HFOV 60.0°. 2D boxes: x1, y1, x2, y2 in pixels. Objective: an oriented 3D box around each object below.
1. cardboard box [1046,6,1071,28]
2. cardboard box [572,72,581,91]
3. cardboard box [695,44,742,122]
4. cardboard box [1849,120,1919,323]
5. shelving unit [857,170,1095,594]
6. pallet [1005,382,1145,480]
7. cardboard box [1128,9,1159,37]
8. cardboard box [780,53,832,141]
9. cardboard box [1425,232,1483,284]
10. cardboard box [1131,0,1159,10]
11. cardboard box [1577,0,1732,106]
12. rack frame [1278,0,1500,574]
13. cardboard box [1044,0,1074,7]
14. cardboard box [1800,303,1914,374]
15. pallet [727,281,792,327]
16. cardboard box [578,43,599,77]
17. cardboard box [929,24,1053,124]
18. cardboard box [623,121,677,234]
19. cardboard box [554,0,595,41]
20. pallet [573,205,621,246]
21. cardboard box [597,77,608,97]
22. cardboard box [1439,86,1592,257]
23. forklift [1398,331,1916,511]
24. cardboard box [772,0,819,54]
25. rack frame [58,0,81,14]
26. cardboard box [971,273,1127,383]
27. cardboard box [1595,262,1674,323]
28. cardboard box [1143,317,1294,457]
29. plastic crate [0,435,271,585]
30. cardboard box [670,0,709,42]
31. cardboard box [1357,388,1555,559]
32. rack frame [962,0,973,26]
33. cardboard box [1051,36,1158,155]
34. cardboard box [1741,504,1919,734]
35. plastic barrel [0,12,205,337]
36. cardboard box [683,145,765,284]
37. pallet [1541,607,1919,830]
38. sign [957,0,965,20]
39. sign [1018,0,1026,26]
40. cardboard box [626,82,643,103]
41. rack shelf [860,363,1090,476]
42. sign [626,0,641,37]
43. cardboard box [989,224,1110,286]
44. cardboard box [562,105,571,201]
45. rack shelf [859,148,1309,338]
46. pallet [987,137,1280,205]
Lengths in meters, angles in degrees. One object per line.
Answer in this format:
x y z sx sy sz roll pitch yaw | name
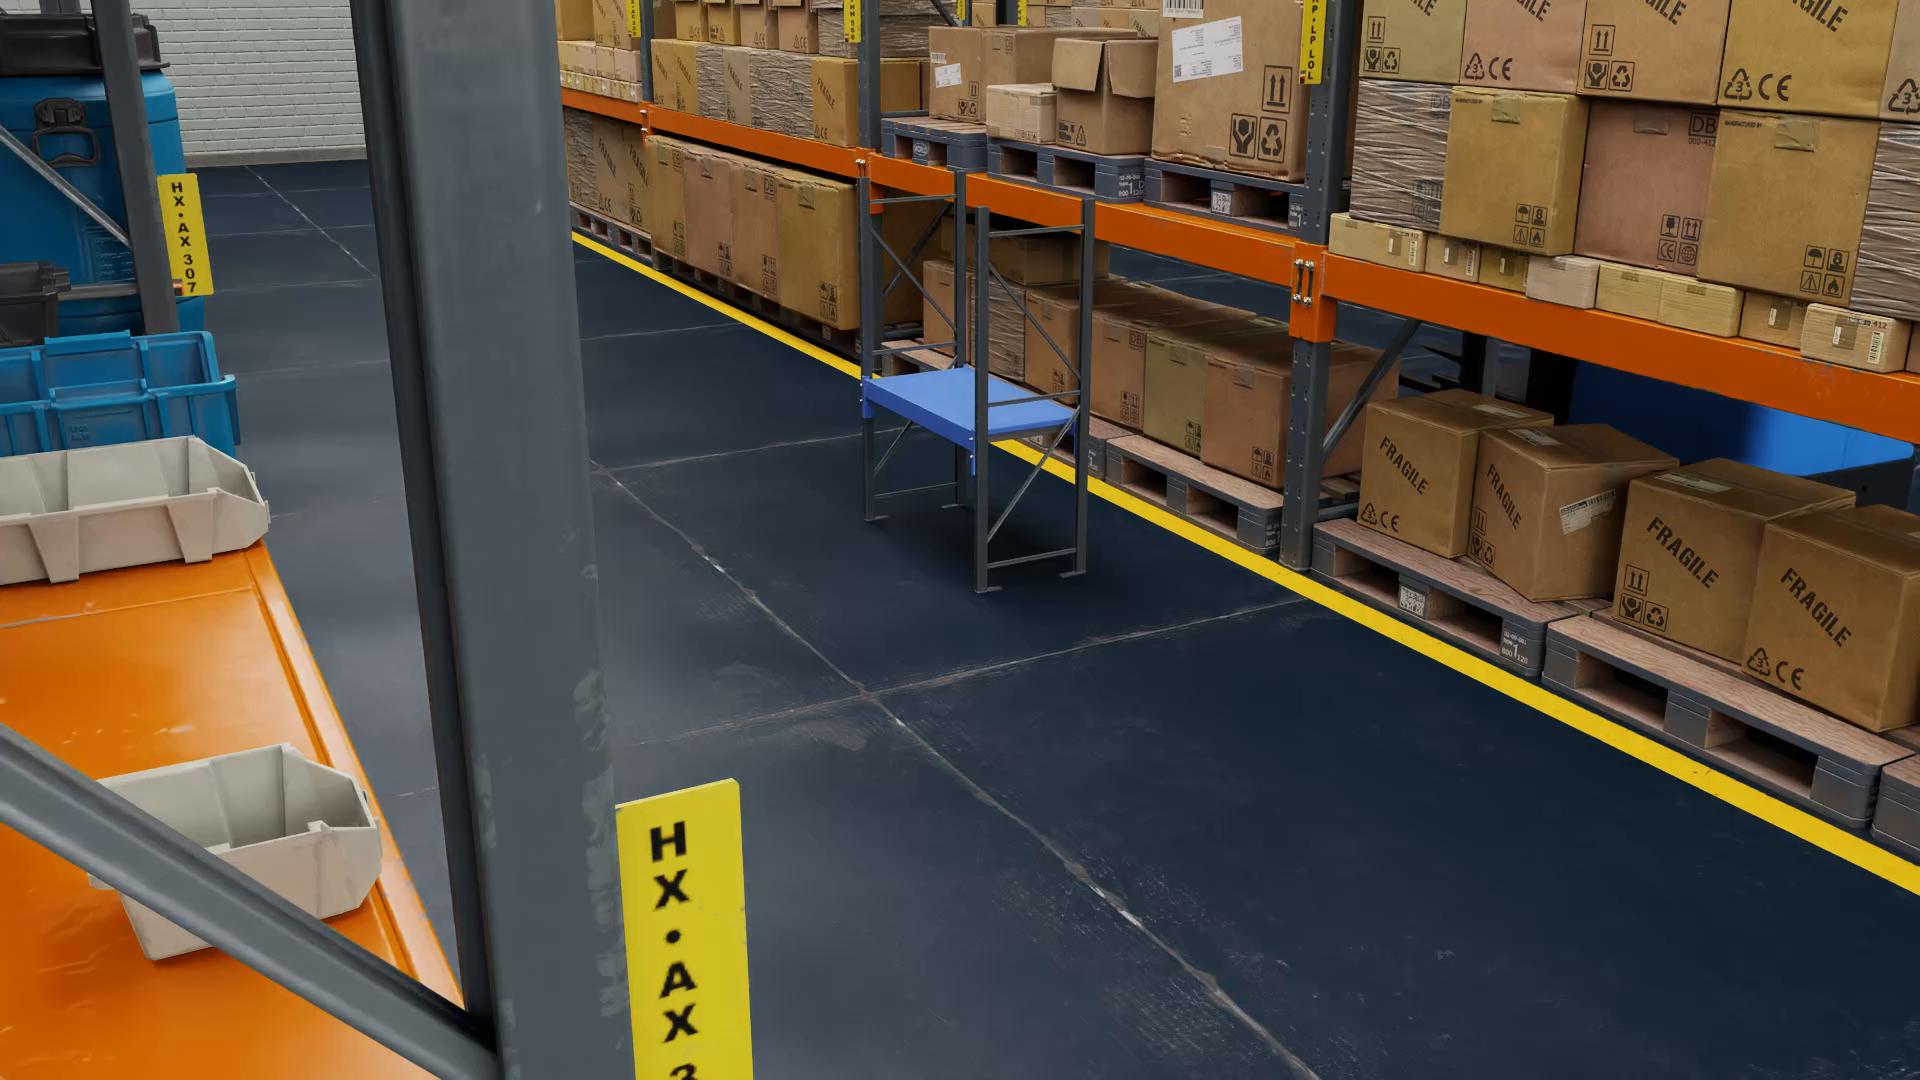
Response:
1.207 -5.139 16.815 0.500 0.500 0.500 -11 22 -28 | cardboard box
-3.185 -4.033 14.605 0.380 0.149 0.250 -10 21 -26 | cardboard box
-1.547 -3.261 11.830 0.500 0.500 0.500 -11 22 -28 | cardboard box
2.897 -0.853 4.395 0.875 0.500 0.500 -10 21 -27 | cardboard box
0.041 -0.684 6.816 0.538 1.500 1.048 -10 21 -27 | shelving unit
0.823 -0.632 8.639 1.003 0.211 1.213 -10 21 -27 | pallet
1.913 -4.695 15.529 0.500 0.500 0.500 -10 21 -27 | cardboard box
-0.806 -2.819 10.549 0.500 0.500 0.500 -10 22 -27 | cardboard box
1.865 -1.008 5.838 0.380 0.149 0.250 -10 21 -27 | cardboard box
1.930 -5.165 15.360 0.500 0.500 0.500 -11 22 -29 | cardboard box
2.243 -1.581 4.973 0.500 0.500 0.500 -10 21 -27 | cardboard box
1.777 -1.376 6.521 1.000 3.000 0.127 -10 21 -27 | rack frame
1.189 -5.608 16.644 0.500 0.500 0.500 -11 22 -28 | cardboard box
2.555 -0.573 4.579 0.380 0.149 0.250 -10 21 -27 | cardboard box
-1.006 -1.794 12.007 1.003 0.211 1.213 -10 21 -27 | pallet
-2.953 -4.123 14.255 0.500 0.250 0.500 -10 21 -26 | cardboard box
0.169 -2.621 9.332 0.500 0.500 0.500 -13 23 -33 | cardboard box
-2.265 -3.069 14.039 0.875 0.875 0.875 -10 21 -27 | cardboard box
-3.442 -4.774 14.993 0.500 0.500 0.500 -11 22 -28 | cardboard box
-2.897 -2.935 15.315 1.003 0.211 1.213 -10 21 -27 | pallet
-2.821 -3.812 13.965 0.380 0.149 0.250 -10 21 -26 | cardboard box
2.143 -1.276 5.622 0.875 0.500 0.500 -10 21 -27 | cardboard box
3.098 -1.832 7.947 1.130 2.935 3.031 -9 21 -23 | forklift
-0.762 -3.446 10.827 0.797 0.503 0.637 -9 21 -25 | cardboard box
-4.481 -1.757 7.625 1.000 3.000 0.127 -10 21 -27 | rack frame
0.488 -1.204 9.180 0.700 0.500 0.500 -12 22 -31 | cardboard box
2.230 -0.794 5.219 0.380 0.149 0.250 -10 21 -27 | cardboard box
1.295 -0.722 7.782 0.700 0.500 0.500 -10 21 -27 | cardboard box
-1.588 -0.057 3.103 0.530 0.136 0.437 -10 21 -27 | plastic crate
-1.711 -4.012 12.468 0.797 0.503 0.637 -11 22 -28 | cardboard box
1.932 -0.272 6.509 0.500 0.500 0.500 -11 22 -28 | cardboard box
0.492 -5.560 18.646 1.000 3.000 0.127 -10 21 -27 | rack frame
0.873 -2.107 7.836 0.797 0.503 0.637 -8 20 -21 | cardboard box
2.800 0.225 5.070 0.500 0.500 0.500 -8 21 -22 | cardboard box
-2.499 -1.004 4.673 0.600 0.901 0.708 -10 21 -27 | plastic barrel
-1.275 -2.430 12.188 1.225 0.875 0.875 -11 22 -29 | cardboard box
2.710 0.480 5.416 1.003 0.211 1.213 -10 21 -27 | pallet
0.014 -5.885 18.261 0.100 0.325 0.005 -10 21 -27 | sign
0.351 -3.121 9.924 0.100 0.325 0.005 -10 21 -27 | sign
-2.455 -3.591 13.324 0.380 0.149 0.250 -10 21 -26 | cardboard box
0.041 -0.514 6.874 0.538 0.185 1.000 -10 21 -27 | rack shelf
-2.509 -4.033 12.771 0.100 0.325 0.005 -10 21 -27 | sign
0.483 -1.567 9.081 0.500 0.250 0.500 -7 20 -21 | cardboard box
-3.547 -3.844 16.285 0.875 0.875 0.875 -10 21 -27 | cardboard box
0.827 -1.610 8.302 1.077 0.370 4.000 -10 21 -27 | rack shelf
0.854 -1.872 8.251 1.003 0.211 1.213 -10 21 -27 | pallet
